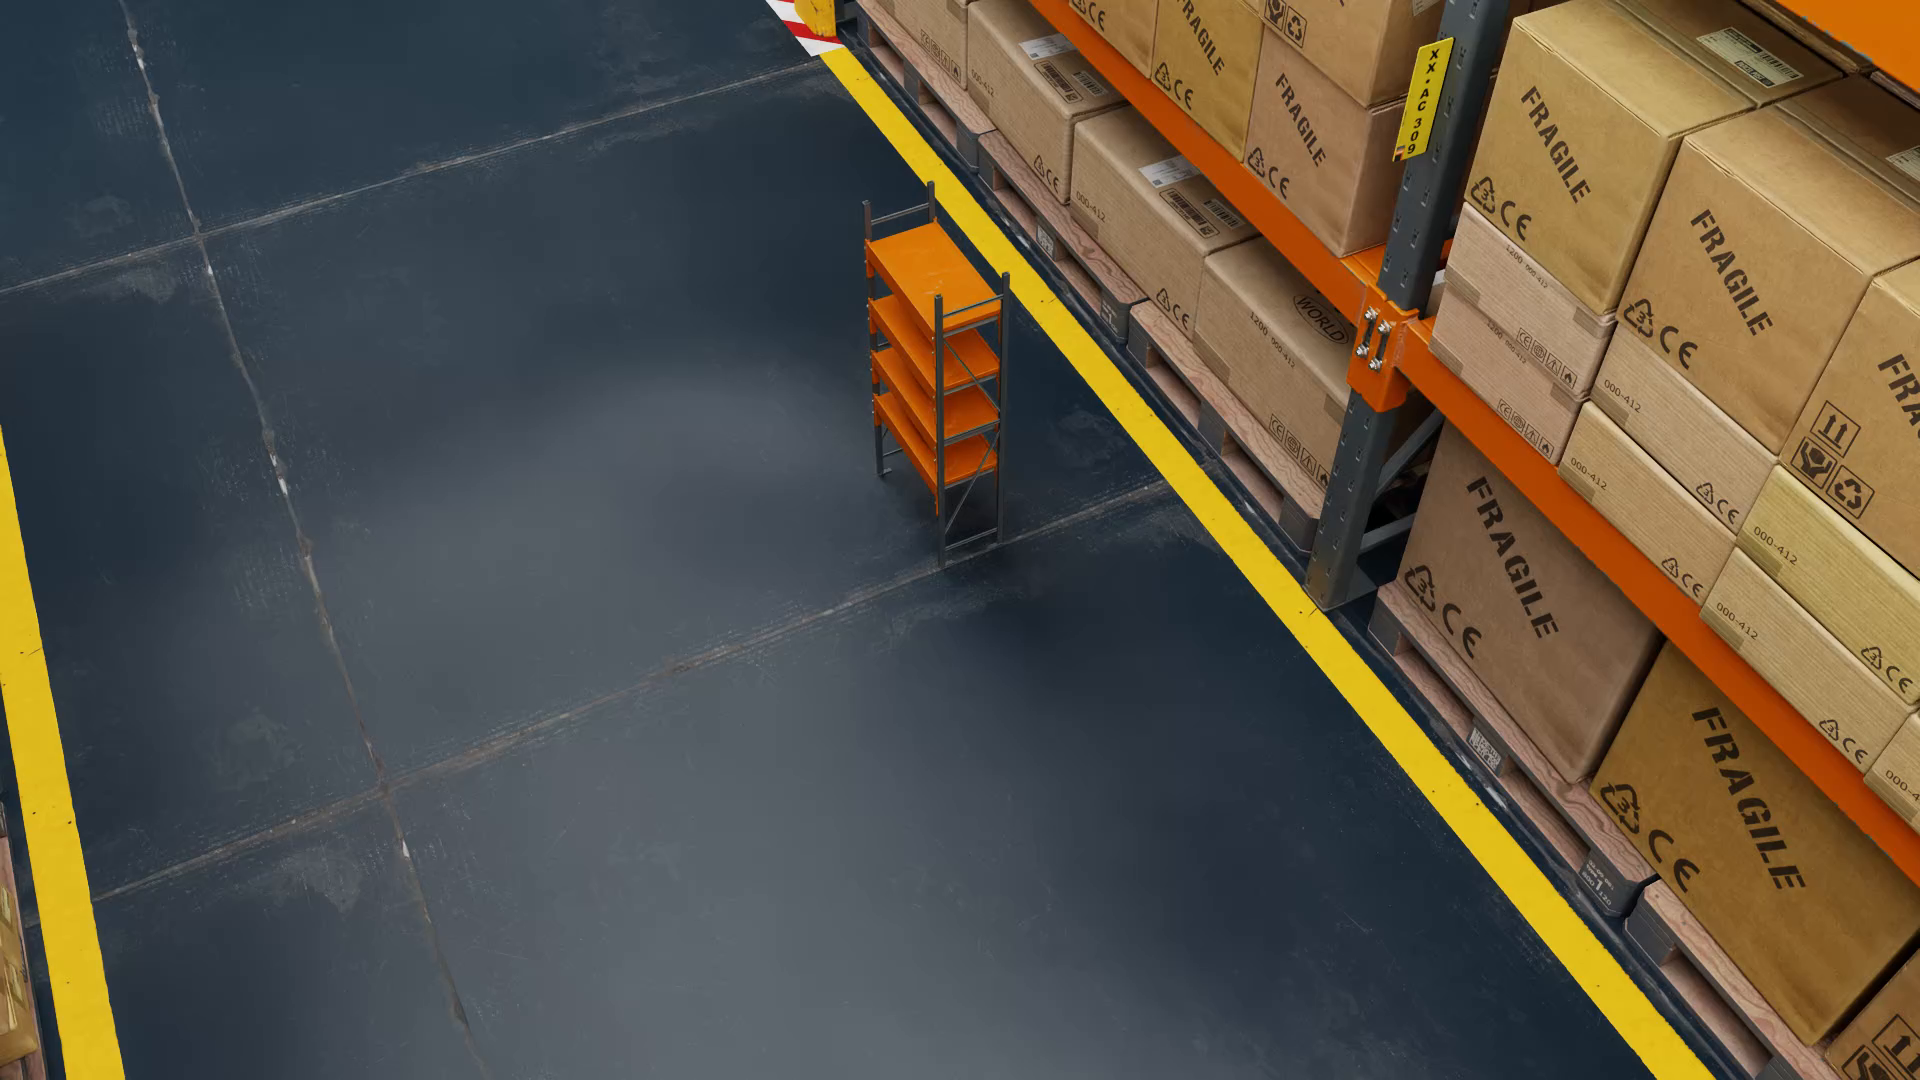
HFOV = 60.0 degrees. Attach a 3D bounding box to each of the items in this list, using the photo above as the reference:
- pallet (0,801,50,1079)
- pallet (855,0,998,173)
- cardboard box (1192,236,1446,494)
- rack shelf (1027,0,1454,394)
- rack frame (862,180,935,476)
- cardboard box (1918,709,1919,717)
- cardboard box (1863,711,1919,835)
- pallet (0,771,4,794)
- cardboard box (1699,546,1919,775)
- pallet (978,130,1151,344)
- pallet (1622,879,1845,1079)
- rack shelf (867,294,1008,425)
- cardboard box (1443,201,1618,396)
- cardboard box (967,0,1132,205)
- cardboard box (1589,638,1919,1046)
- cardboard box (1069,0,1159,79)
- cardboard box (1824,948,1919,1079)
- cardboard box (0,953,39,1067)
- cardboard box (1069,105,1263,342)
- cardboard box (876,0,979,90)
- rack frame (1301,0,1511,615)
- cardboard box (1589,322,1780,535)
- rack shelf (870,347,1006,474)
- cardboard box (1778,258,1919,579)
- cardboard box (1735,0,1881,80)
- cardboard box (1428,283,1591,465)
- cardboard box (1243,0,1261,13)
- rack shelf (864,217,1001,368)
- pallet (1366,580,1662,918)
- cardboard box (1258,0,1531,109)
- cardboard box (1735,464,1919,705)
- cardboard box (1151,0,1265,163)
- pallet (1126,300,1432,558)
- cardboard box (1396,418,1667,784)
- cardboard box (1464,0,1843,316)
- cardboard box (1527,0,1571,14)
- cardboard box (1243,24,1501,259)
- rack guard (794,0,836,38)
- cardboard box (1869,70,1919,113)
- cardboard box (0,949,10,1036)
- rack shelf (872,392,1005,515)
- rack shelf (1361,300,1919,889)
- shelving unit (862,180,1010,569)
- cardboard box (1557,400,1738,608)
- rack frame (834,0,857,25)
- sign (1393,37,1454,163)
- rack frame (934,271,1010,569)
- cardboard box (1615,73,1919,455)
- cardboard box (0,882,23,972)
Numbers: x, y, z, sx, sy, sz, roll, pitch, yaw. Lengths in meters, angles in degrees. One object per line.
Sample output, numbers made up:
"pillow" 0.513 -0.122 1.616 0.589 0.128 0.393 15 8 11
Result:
"pallet" -3.070 1.300 4.473 1.003 0.211 1.213 -21 52 -18
"pallet" 0.229 -2.204 7.538 1.003 0.211 1.213 -21 52 -18
"cardboard box" 1.432 -0.705 5.797 0.875 0.438 0.875 -22 52 -18
"rack shelf" 0.709 -2.055 6.033 1.077 0.370 4.000 -21 52 -18
"rack frame" -0.187 -0.669 5.538 0.240 1.200 0.015 -21 52 -18
"cardboard box" 2.278 0.347 3.221 0.500 0.250 0.500 -23 53 -19
"cardboard box" 2.270 0.513 3.408 0.500 0.250 0.500 -22 52 -18
"pallet" -3.632 0.482 5.188 1.003 0.211 1.213 -21 52 -18
"cardboard box" 2.049 0.176 3.703 0.500 0.250 0.500 -22 52 -18
"pallet" 0.783 -1.389 6.825 1.003 0.211 1.213 -21 52 -18
"pallet" 2.606 1.273 4.497 1.003 0.211 1.213 -21 52 -18
"rack shelf" -0.076 -0.609 5.278 0.258 0.148 0.480 -21 52 -18
"cardboard box" 1.574 -0.677 4.117 0.500 0.250 0.500 -23 53 -19
"cardboard box" 0.611 -1.909 6.850 0.875 0.438 0.875 -20 52 -17
"cardboard box" 2.399 0.597 4.368 0.875 0.875 0.875 -20 52 -16
"cardboard box" 0.701 -1.883 5.337 0.500 0.500 0.500 -22 52 -18
"cardboard box" 2.808 1.196 3.844 0.875 0.875 0.875 -21 52 -17
"cardboard box" -2.612 1.265 4.266 0.380 0.149 0.250 -23 53 -19
"cardboard box" 1.022 -1.304 6.321 0.875 0.438 0.875 -23 53 -19
"cardboard box" 0.184 -2.518 7.383 0.875 0.438 0.875 -23 53 -19
"rack frame" 1.624 -0.954 4.591 1.000 3.000 0.127 -21 52 -18
"cardboard box" 1.838 -0.338 3.820 0.500 0.250 0.500 -20 52 -17
"rack shelf" -0.076 -0.462 5.446 0.258 0.148 0.480 -21 52 -18
"cardboard box" 2.054 -0.255 3.249 0.500 0.500 0.500 -22 52 -18
"cardboard box" 2.052 -1.103 3.991 0.500 0.500 0.500 -20 52 -16
"cardboard box" 1.590 -0.519 4.311 0.500 0.250 0.500 -22 52 -18
"cardboard box" 0.937 -1.879 4.670 0.500 0.500 0.500 -22 52 -18
"rack shelf" -0.076 -0.764 5.099 0.258 0.148 0.480 -21 52 -18
"pallet" 2.044 0.455 5.212 1.003 0.211 1.213 -21 52 -18
"cardboard box" 1.162 -1.536 4.370 0.500 0.500 0.500 -22 52 -18
"cardboard box" 2.045 0.009 3.517 0.500 0.250 0.500 -21 52 -17
"cardboard box" 0.944 -1.551 5.048 0.500 0.500 0.500 -22 52 -18
"pallet" 1.345 -0.571 6.110 1.003 0.211 1.213 -21 52 -18
"cardboard box" 1.979 -0.005 4.894 0.875 0.875 0.875 -20 52 -16
"cardboard box" 1.570 -0.922 3.833 0.500 0.500 0.500 -21 52 -17
"cardboard box" 1.621 -1.718 4.529 0.500 0.500 0.500 -21 52 -17
"cardboard box" 1.184 -1.209 4.748 0.500 0.500 0.500 -21 52 -17
"rack guard" -0.218 -2.824 7.888 1.175 0.500 0.348 -21 52 -18
"cardboard box" 2.295 -0.759 3.691 0.500 0.500 0.500 -20 52 -17
"cardboard box" -2.613 1.169 4.152 0.380 0.149 0.250 -19 51 -16
"rack shelf" -0.076 -0.331 5.595 0.258 0.148 0.480 -21 52 -18
"rack shelf" 2.539 0.622 3.691 1.077 0.370 4.000 -21 52 -18
"shelving unit" -0.076 -0.506 5.395 0.258 1.200 0.503 -21 52 -18
"cardboard box" 1.829 -0.173 4.008 0.500 0.250 0.500 -22 52 -18
"rack frame" -0.207 -3.631 6.933 1.000 3.000 0.127 -21 52 -18
"sign" 1.131 -1.072 4.067 0.100 0.325 0.005 -21 52 -18
"rack frame" 0.036 -0.342 5.252 0.240 1.200 0.015 -21 52 -18
"cardboard box" 1.827 -0.591 3.544 0.500 0.500 0.500 -21 52 -18
"cardboard box" -2.734 1.087 4.422 0.380 0.149 0.250 -20 52 -16
